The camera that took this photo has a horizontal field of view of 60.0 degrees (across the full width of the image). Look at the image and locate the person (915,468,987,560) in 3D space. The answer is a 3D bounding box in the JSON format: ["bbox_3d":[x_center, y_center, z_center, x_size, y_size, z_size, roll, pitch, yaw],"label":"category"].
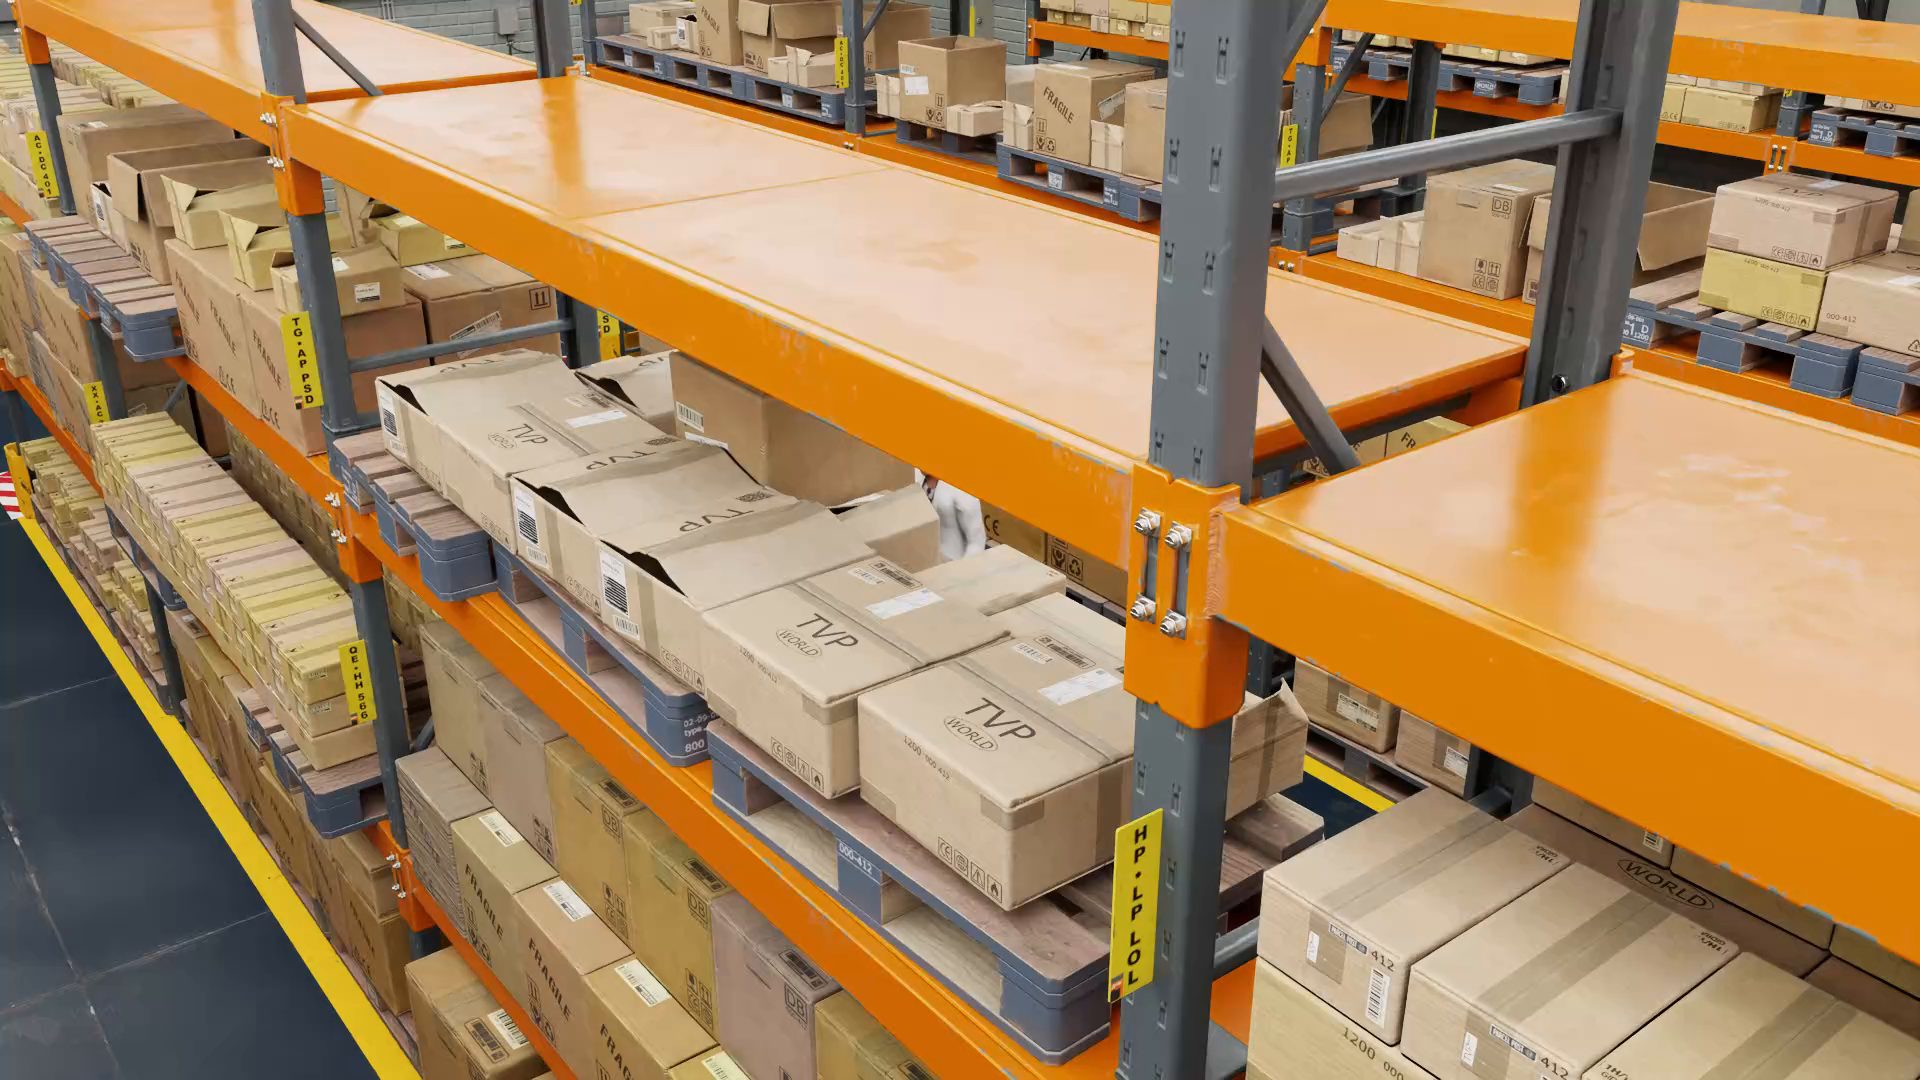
[{"bbox_3d":[-0.123,0.180,9.566,0.429,1.772,0.643,-20,31,-37],"label":"person"}]
